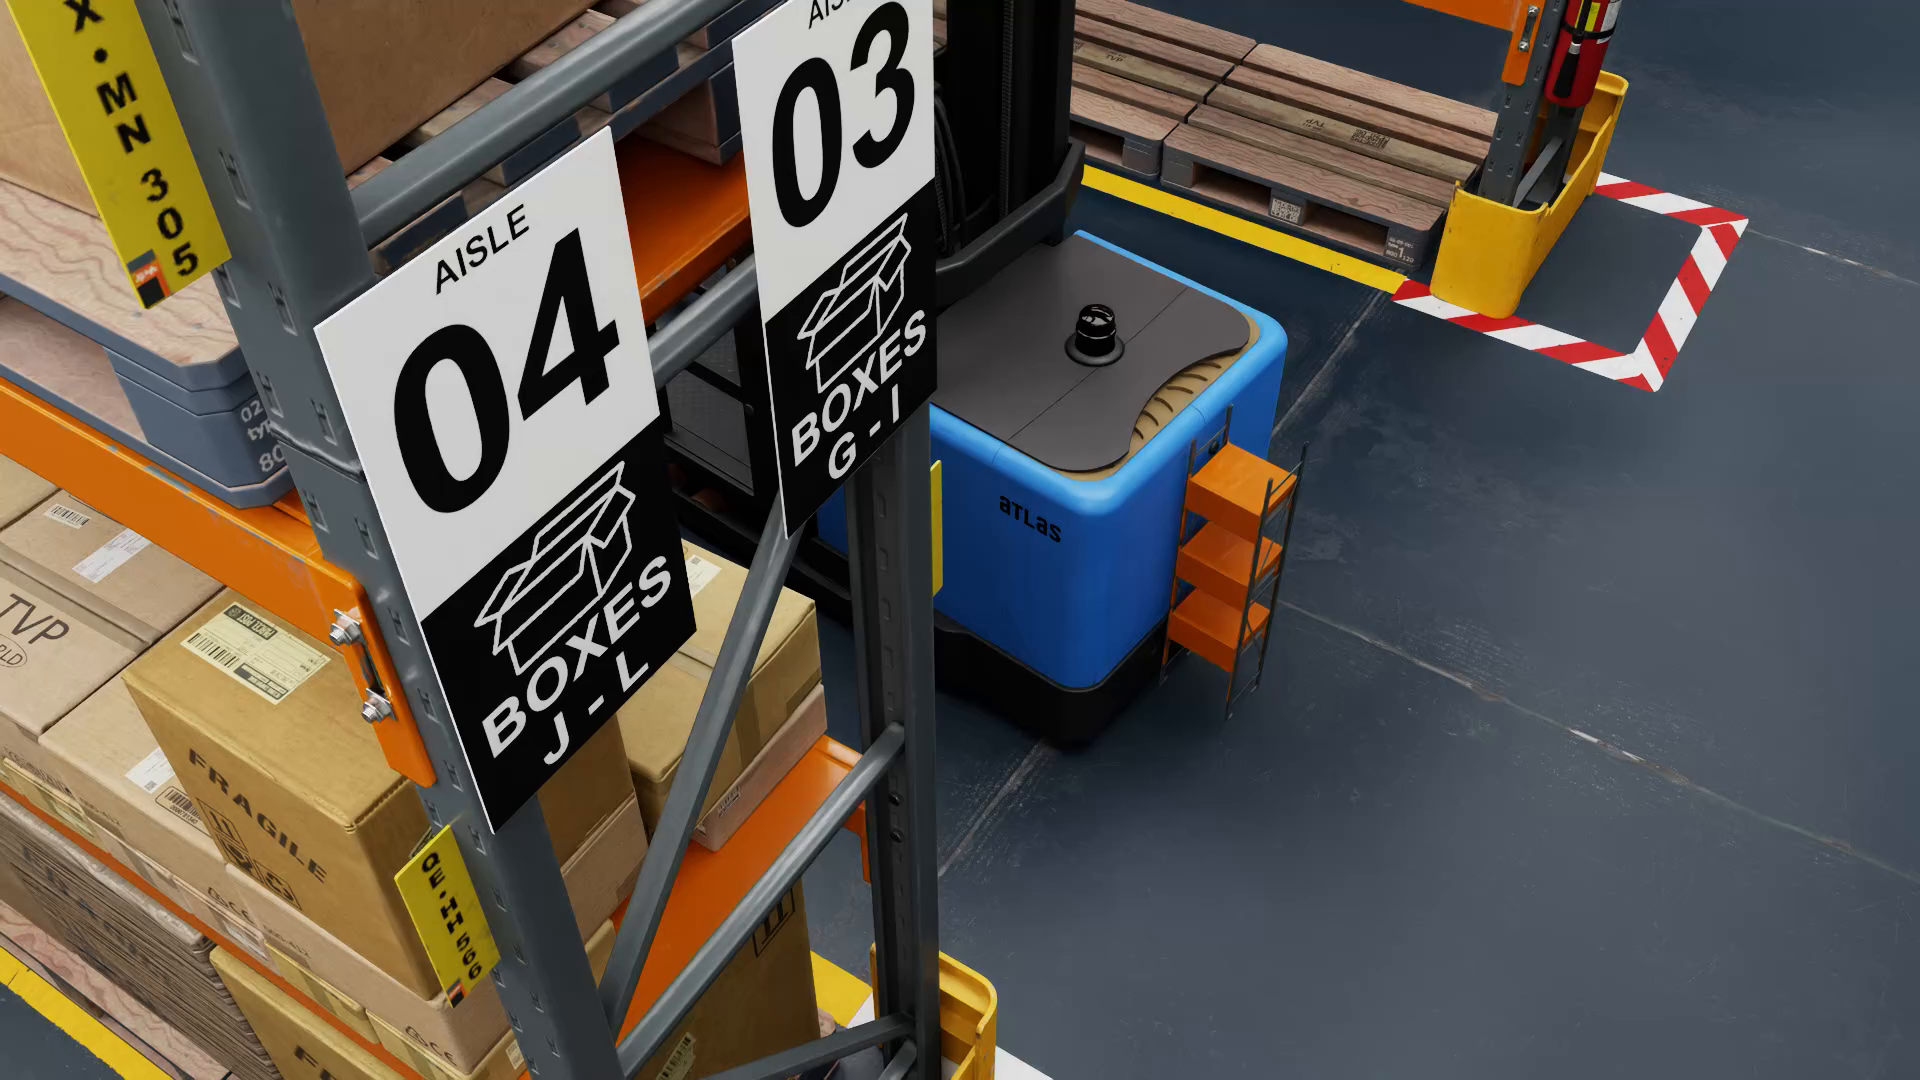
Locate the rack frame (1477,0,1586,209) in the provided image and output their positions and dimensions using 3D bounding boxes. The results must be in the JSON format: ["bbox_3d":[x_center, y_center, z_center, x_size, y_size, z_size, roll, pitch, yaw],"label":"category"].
[{"bbox_3d":[2.308,-2.325,5.918,0.127,3.000,1.000,25,51,22],"label":"rack frame"}]

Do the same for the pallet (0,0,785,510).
[{"bbox_3d":[-0.996,-0.631,2.242,1.213,0.211,1.003,25,51,22],"label":"pallet"}]

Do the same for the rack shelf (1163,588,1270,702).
[{"bbox_3d":[0.794,0.297,5.131,0.240,0.259,0.215,30,53,26],"label":"rack shelf"}]

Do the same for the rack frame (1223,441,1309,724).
[{"bbox_3d":[0.889,0.151,4.871,0.008,1.050,0.200,30,53,26],"label":"rack frame"}]

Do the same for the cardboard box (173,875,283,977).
[{"bbox_3d":[-1.275,0.615,3.236,0.250,0.149,0.380,25,51,22],"label":"cardboard box"}]

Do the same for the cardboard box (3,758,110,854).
[{"bbox_3d":[-1.704,0.419,3.427,0.250,0.149,0.380,24,50,21],"label":"cardboard box"}]

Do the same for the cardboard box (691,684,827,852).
[{"bbox_3d":[-0.487,0.416,3.430,0.250,0.149,0.380,25,51,23],"label":"cardboard box"}]

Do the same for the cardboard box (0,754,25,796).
[{"bbox_3d":[-1.923,0.319,3.524,0.250,0.149,0.380,25,51,22],"label":"cardboard box"}]

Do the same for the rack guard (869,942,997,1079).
[{"bbox_3d":[-0.346,1.545,3.900,0.348,0.500,1.175,25,51,22],"label":"rack guard"}]

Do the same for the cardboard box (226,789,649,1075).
[{"bbox_3d":[-0.917,0.586,2.986,0.500,0.250,0.500,24,50,22],"label":"cardboard box"}]

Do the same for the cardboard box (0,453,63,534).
[{"bbox_3d":[-2.213,-0.007,3.562,0.500,0.250,0.500,25,51,22],"label":"cardboard box"}]

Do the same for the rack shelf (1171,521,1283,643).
[{"bbox_3d":[0.794,0.104,4.932,0.240,0.259,0.215,30,53,26],"label":"rack shelf"}]

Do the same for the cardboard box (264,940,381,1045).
[{"bbox_3d":[-1.063,0.714,3.140,0.250,0.149,0.380,25,51,22],"label":"cardboard box"}]

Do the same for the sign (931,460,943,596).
[{"bbox_3d":[-0.062,0.003,2.997,0.005,0.325,0.100,25,51,22],"label":"sign"}]

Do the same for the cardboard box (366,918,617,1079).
[{"bbox_3d":[-0.844,0.813,3.043,0.250,0.149,0.380,26,51,23],"label":"cardboard box"}]

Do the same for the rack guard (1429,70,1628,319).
[{"bbox_3d":[2.335,-1.453,6.813,0.348,0.500,1.175,25,51,22],"label":"rack guard"}]

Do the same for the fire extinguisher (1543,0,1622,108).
[{"bbox_3d":[2.189,-1.836,5.756,0.183,0.674,0.296,25,51,22],"label":"fire extinguisher"}]

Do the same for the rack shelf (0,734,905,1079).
[{"bbox_3d":[-2.050,0.141,4.023,4.000,0.370,1.077,25,51,22],"label":"rack shelf"}]

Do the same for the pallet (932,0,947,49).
[{"bbox_3d":[-0.419,-2.641,8.169,1.213,0.211,1.003,25,51,22],"label":"pallet"}]

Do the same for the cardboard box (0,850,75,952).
[{"bbox_3d":[-2.463,0.362,4.495,0.875,0.875,0.875,25,51,22],"label":"cardboard box"}]

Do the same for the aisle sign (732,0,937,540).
[{"bbox_3d":[-0.144,-0.395,2.229,0.004,0.787,0.394,25,51,22],"label":"aisle sign"}]

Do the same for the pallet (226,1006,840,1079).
[{"bbox_3d":[-1.081,1.374,4.268,1.213,0.211,1.003,25,51,22],"label":"pallet"}]

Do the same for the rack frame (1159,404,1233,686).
[{"bbox_3d":[0.699,0.041,4.978,0.008,1.050,0.200,30,53,26],"label":"rack frame"}]

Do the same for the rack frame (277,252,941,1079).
[{"bbox_3d":[-0.366,0.665,3.013,0.127,3.000,1.000,25,51,22],"label":"rack frame"}]

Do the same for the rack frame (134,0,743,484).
[{"bbox_3d":[-0.366,-1.426,0.861,0.127,3.000,1.000,25,51,22],"label":"rack frame"}]

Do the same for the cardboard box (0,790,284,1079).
[{"bbox_3d":[-1.714,0.707,4.160,0.875,0.875,0.875,25,51,22],"label":"cardboard box"}]

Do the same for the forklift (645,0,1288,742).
[{"bbox_3d":[-0.483,-1.303,4.972,3.031,2.935,1.130,30,53,26],"label":"forklift"}]

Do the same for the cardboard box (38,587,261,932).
[{"bbox_3d":[-1.344,0.389,3.178,0.500,0.250,0.500,24,50,21],"label":"cardboard box"}]

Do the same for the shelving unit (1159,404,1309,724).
[{"bbox_3d":[0.794,0.096,4.924,0.252,1.050,0.215,30,53,26],"label":"shelving unit"}]

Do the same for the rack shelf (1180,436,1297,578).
[{"bbox_3d":[0.794,-0.094,4.728,0.240,0.259,0.215,30,53,26],"label":"rack shelf"}]

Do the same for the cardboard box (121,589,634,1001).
[{"bbox_3d":[-0.918,0.322,2.720,0.500,0.500,0.500,25,51,23],"label":"cardboard box"}]

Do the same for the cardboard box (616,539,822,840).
[{"bbox_3d":[-0.624,0.264,3.299,0.500,0.250,0.500,23,50,21],"label":"cardboard box"}]

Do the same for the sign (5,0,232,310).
[{"bbox_3d":[-0.671,-0.339,1.335,0.005,0.325,0.100,25,51,22],"label":"sign"}]

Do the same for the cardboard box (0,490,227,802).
[{"bbox_3d":[-1.773,0.192,3.369,0.500,0.250,0.500,23,50,21],"label":"cardboard box"}]

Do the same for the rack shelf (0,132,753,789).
[{"bbox_3d":[-2.050,-0.904,2.947,4.000,0.370,1.077,25,51,22],"label":"rack shelf"}]

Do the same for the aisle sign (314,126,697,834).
[{"bbox_3d":[-0.468,-0.032,1.877,0.004,0.787,0.394,25,51,22],"label":"aisle sign"}]

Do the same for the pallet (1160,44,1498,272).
[{"bbox_3d":[1.635,-1.696,7.251,1.213,0.211,1.003,25,51,22],"label":"pallet"}]

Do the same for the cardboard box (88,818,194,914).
[{"bbox_3d":[-1.485,0.518,3.330,0.250,0.149,0.380,26,51,23],"label":"cardboard box"}]

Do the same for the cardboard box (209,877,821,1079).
[{"bbox_3d":[-0.948,1.059,3.818,0.875,0.875,0.875,25,51,22],"label":"cardboard box"}]

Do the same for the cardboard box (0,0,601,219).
[{"bbox_3d":[-0.833,-0.766,1.879,0.500,0.500,0.700,22,50,20],"label":"cardboard box"}]

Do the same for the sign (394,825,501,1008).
[{"bbox_3d":[-0.671,0.501,2.199,0.005,0.325,0.100,25,51,22],"label":"sign"}]

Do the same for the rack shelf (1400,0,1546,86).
[{"bbox_3d":[0.624,-2.849,6.928,4.000,0.370,1.077,25,51,22],"label":"rack shelf"}]

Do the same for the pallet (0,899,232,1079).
[{"bbox_3d":[-2.104,0.901,4.727,1.213,0.211,1.003,25,51,22],"label":"pallet"}]

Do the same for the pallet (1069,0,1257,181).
[{"bbox_3d":[0.612,-2.169,7.711,1.213,0.211,1.003,25,51,22],"label":"pallet"}]
